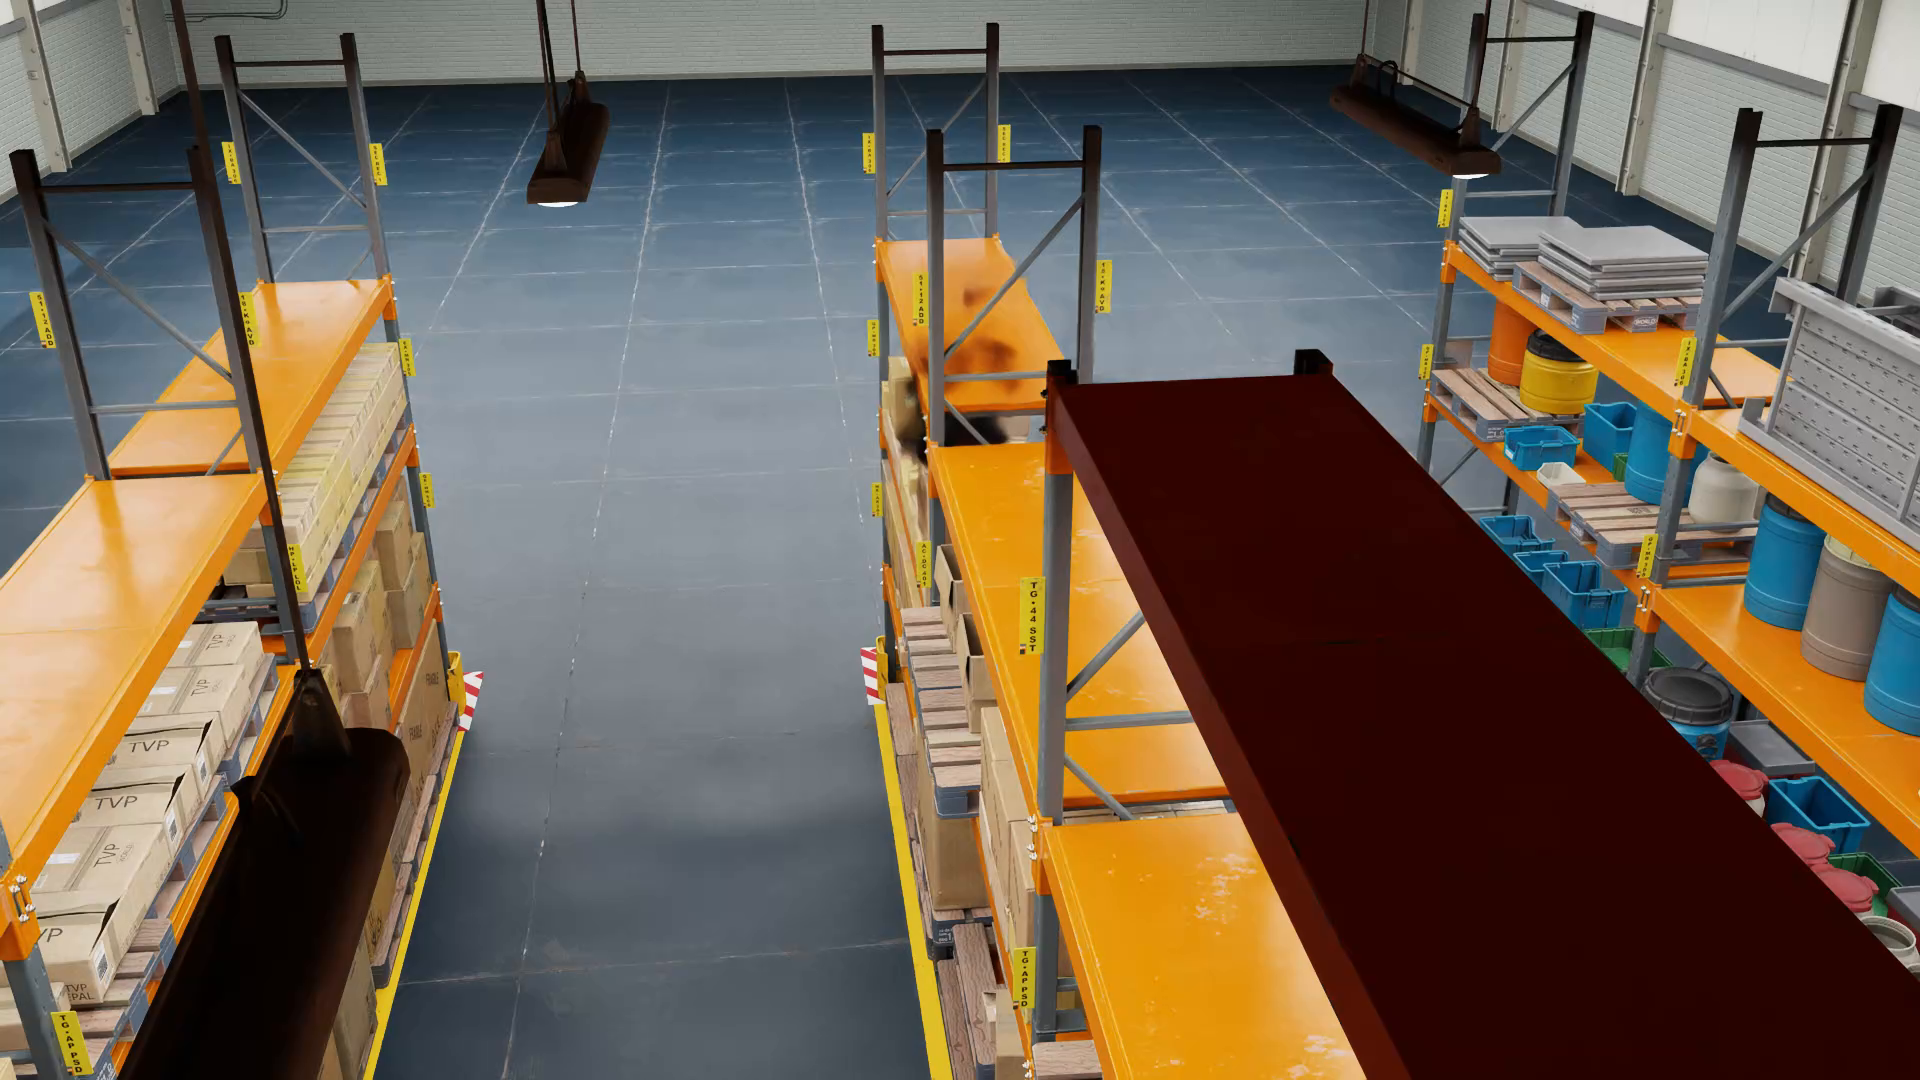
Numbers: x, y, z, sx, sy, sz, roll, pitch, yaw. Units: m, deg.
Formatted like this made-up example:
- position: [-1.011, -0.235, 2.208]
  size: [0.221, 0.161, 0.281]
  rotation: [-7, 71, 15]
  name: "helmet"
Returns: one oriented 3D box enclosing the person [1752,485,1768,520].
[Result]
- position: [8.895, -0.702, 17.992]
  size: [0.869, 1.757, 0.686]
  rotation: [9, 27, 18]
  name: "person"
